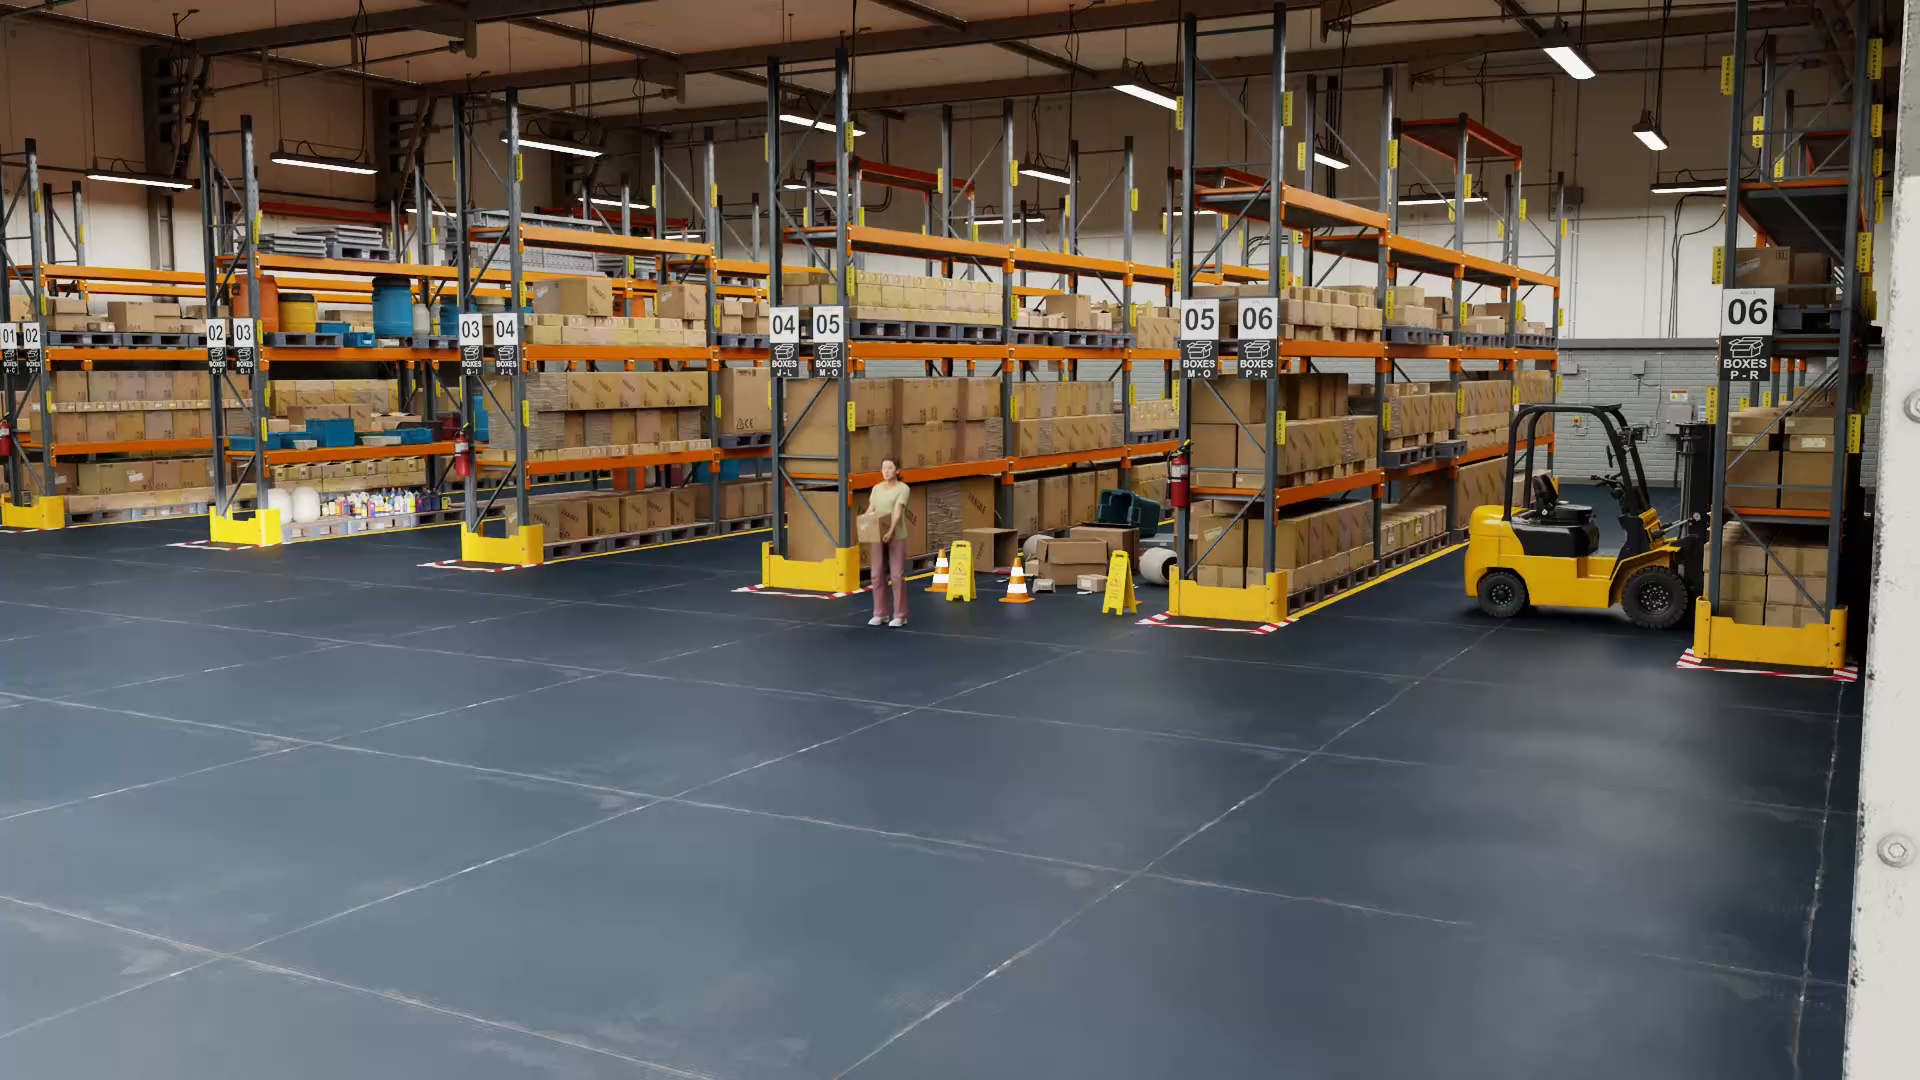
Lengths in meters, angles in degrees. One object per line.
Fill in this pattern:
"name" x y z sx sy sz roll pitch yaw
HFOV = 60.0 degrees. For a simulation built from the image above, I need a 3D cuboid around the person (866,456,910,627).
"person" -0.726 0.015 16.250 0.406 1.668 0.517 3 7 28
